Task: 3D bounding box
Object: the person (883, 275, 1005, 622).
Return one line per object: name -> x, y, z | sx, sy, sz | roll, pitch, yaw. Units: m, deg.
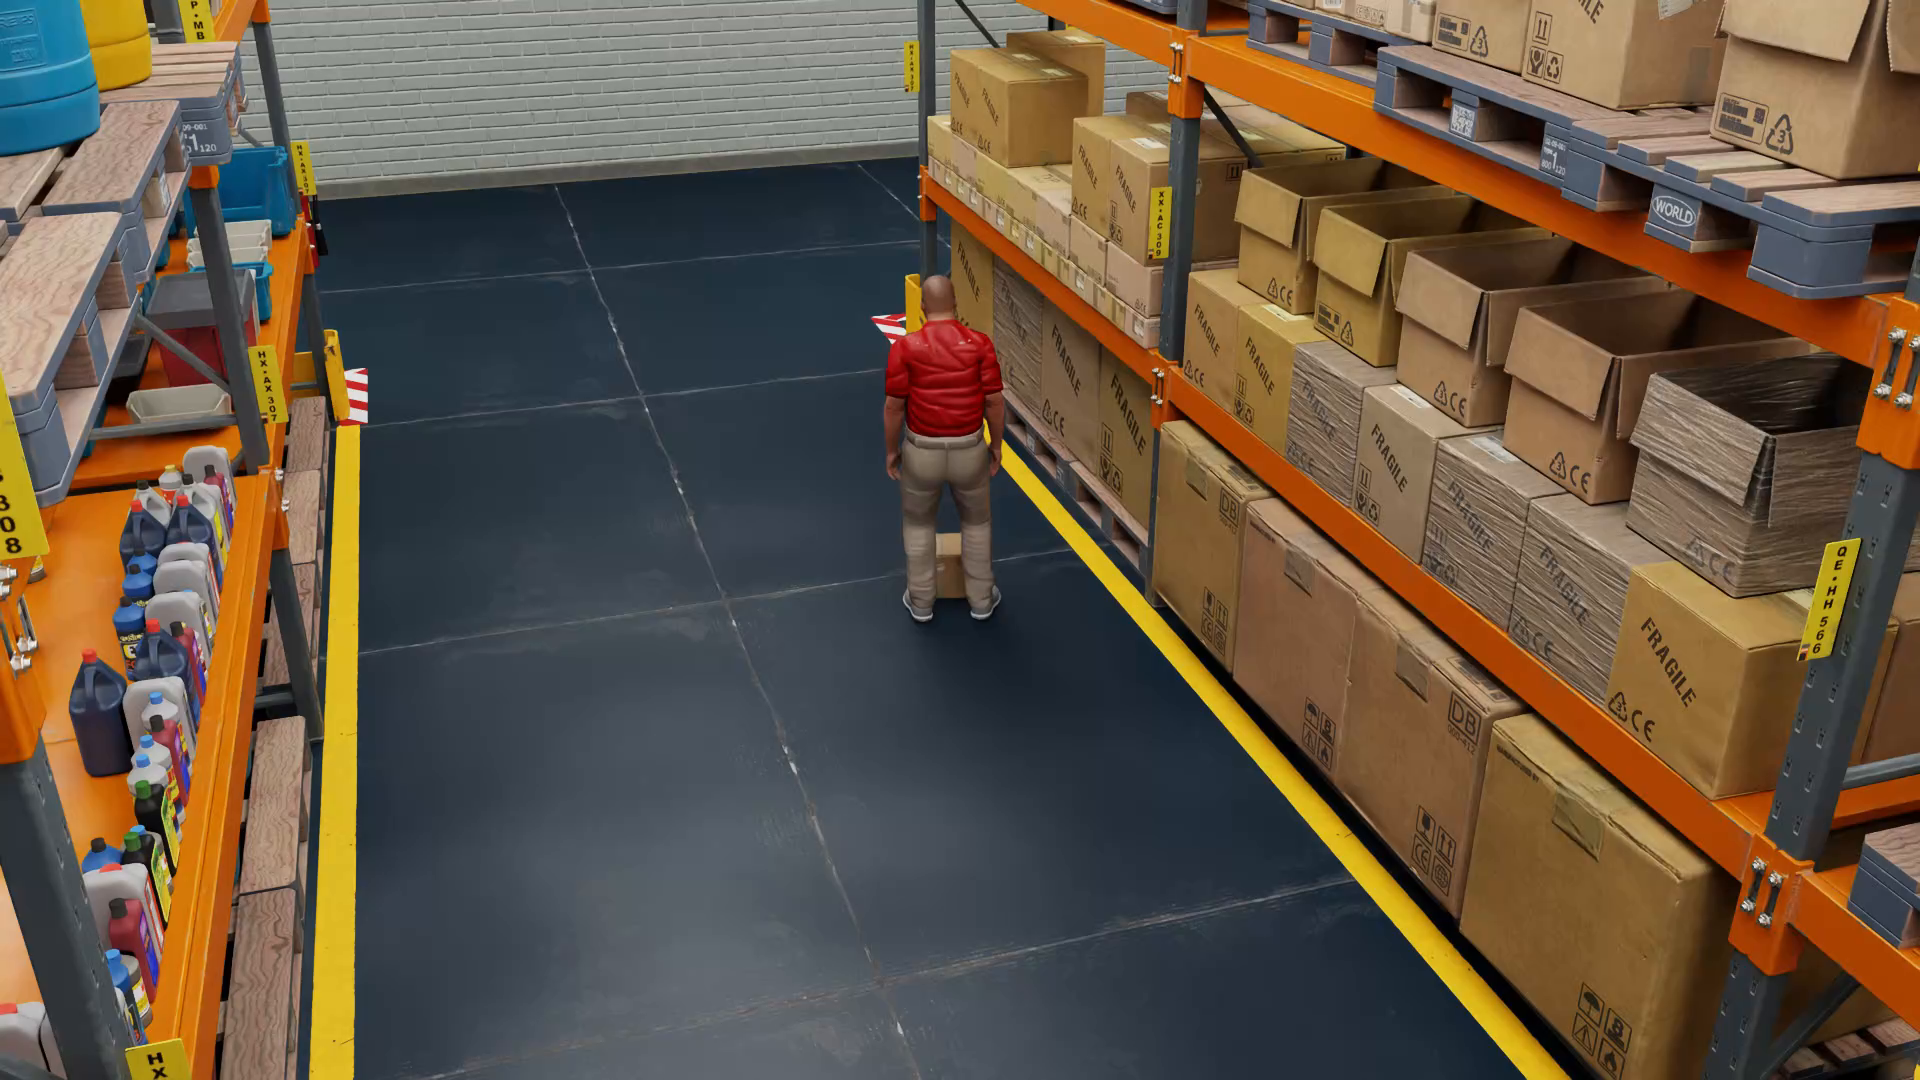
person -> -0.075, -0.418, 7.981 | 0.582, 1.726, 0.397 | -2, 26, -4
